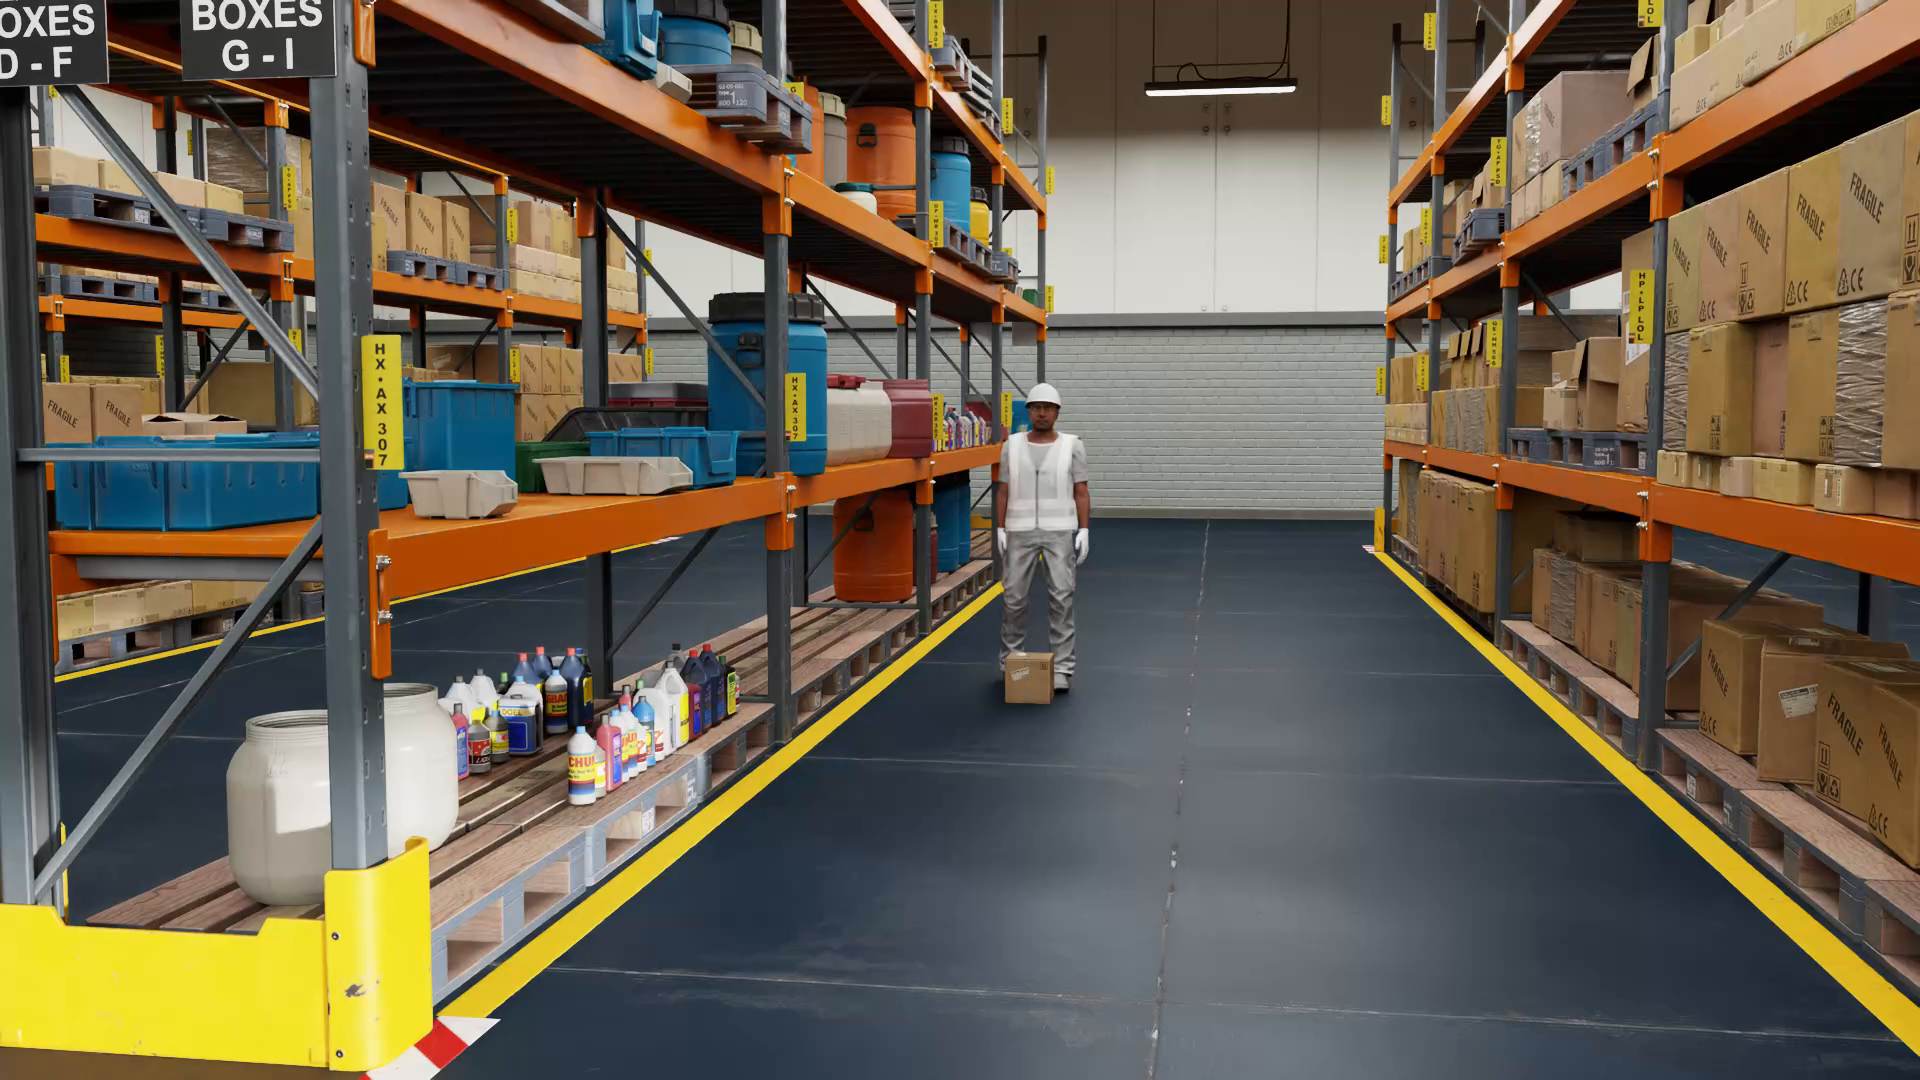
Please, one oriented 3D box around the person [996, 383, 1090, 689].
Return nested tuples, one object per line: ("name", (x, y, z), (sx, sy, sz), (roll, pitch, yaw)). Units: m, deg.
("person", (0.478, -0.002, 9.750), (0.558, 1.828, 0.456), (1, 4, 10))
